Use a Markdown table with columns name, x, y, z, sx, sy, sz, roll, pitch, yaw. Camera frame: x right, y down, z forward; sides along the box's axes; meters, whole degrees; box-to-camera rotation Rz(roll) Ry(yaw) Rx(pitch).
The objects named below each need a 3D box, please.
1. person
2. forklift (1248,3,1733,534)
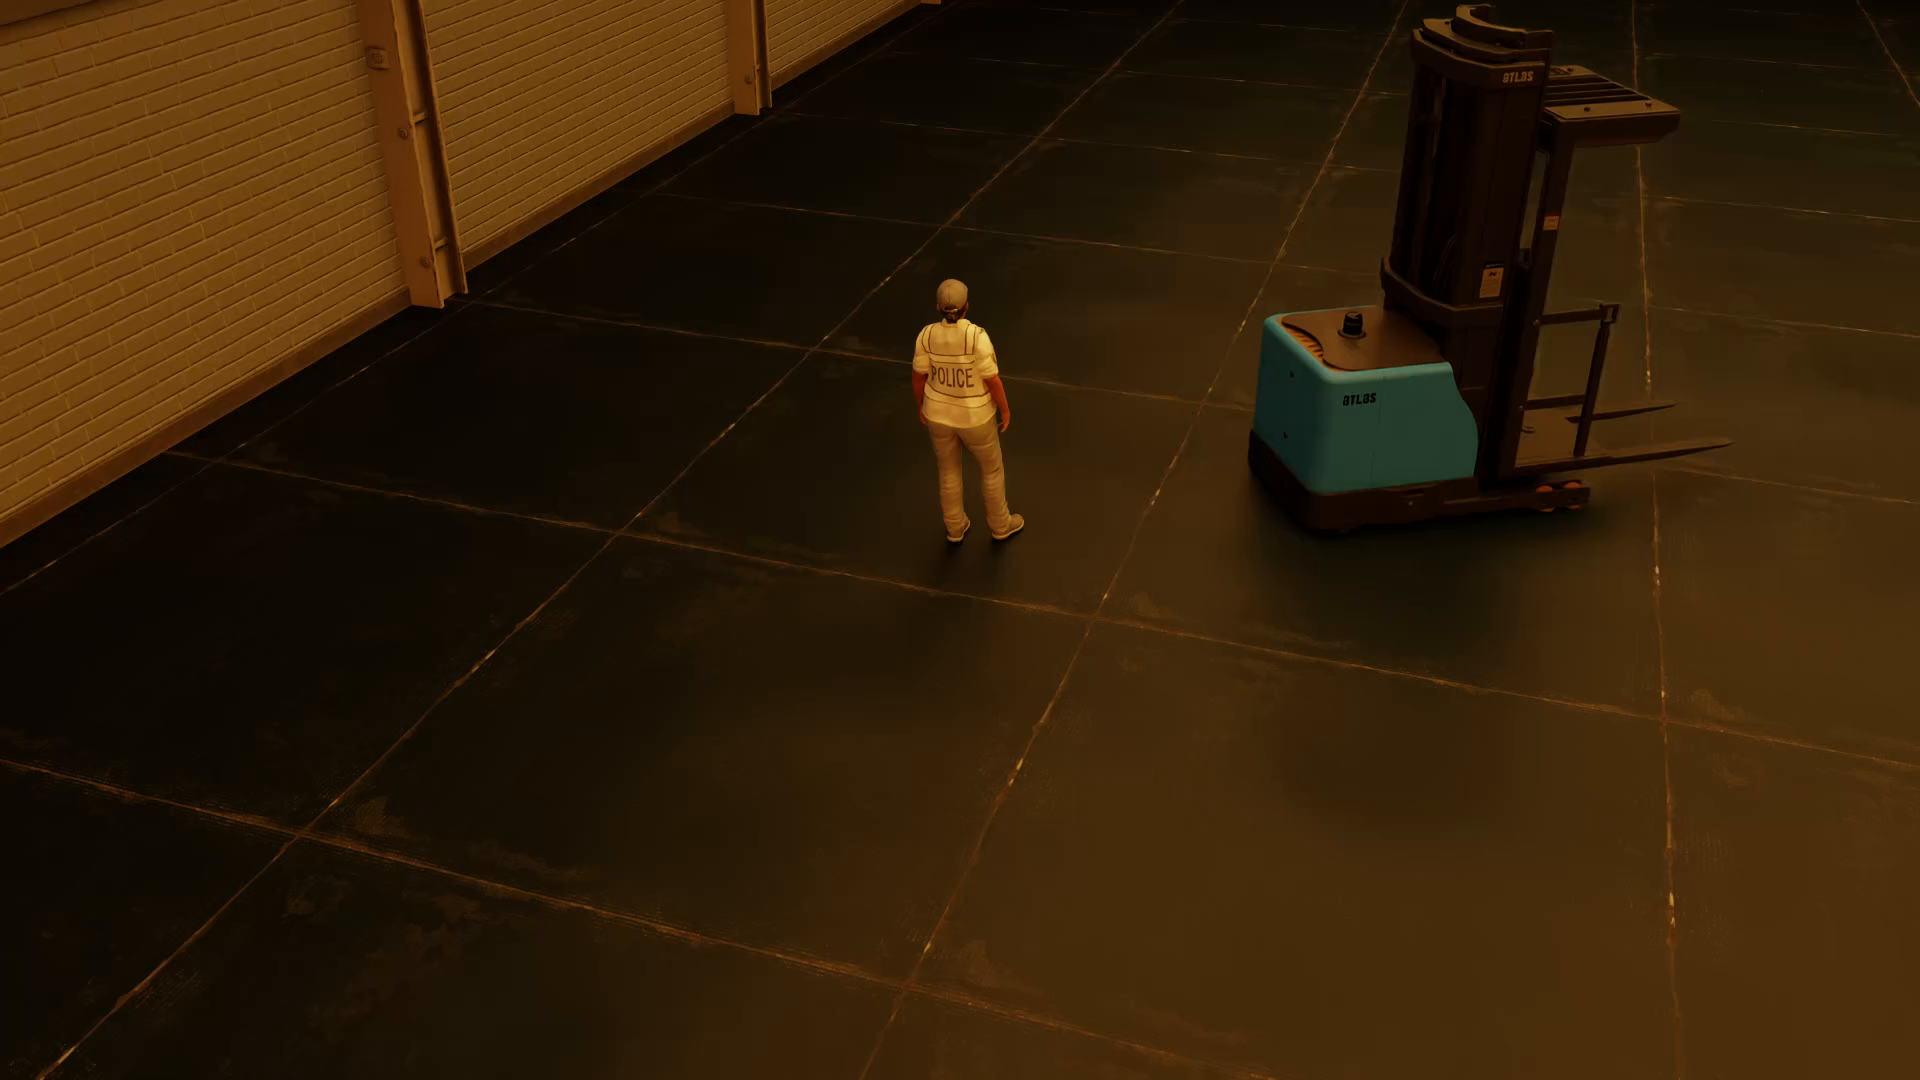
| name | x | y | z | sx | sy | sz | roll | pitch | yaw |
| --- | --- | --- | --- | --- | --- | --- | --- | --- | --- |
| person | 0.046 | -0.763 | 9.736 | 0.599 | 1.670 | 0.529 | 10 | 31 | 16 |
| forklift | 3.453 | -1.691 | 10.104 | 3.031 | 2.935 | 1.130 | -7 | 30 | -12 |
